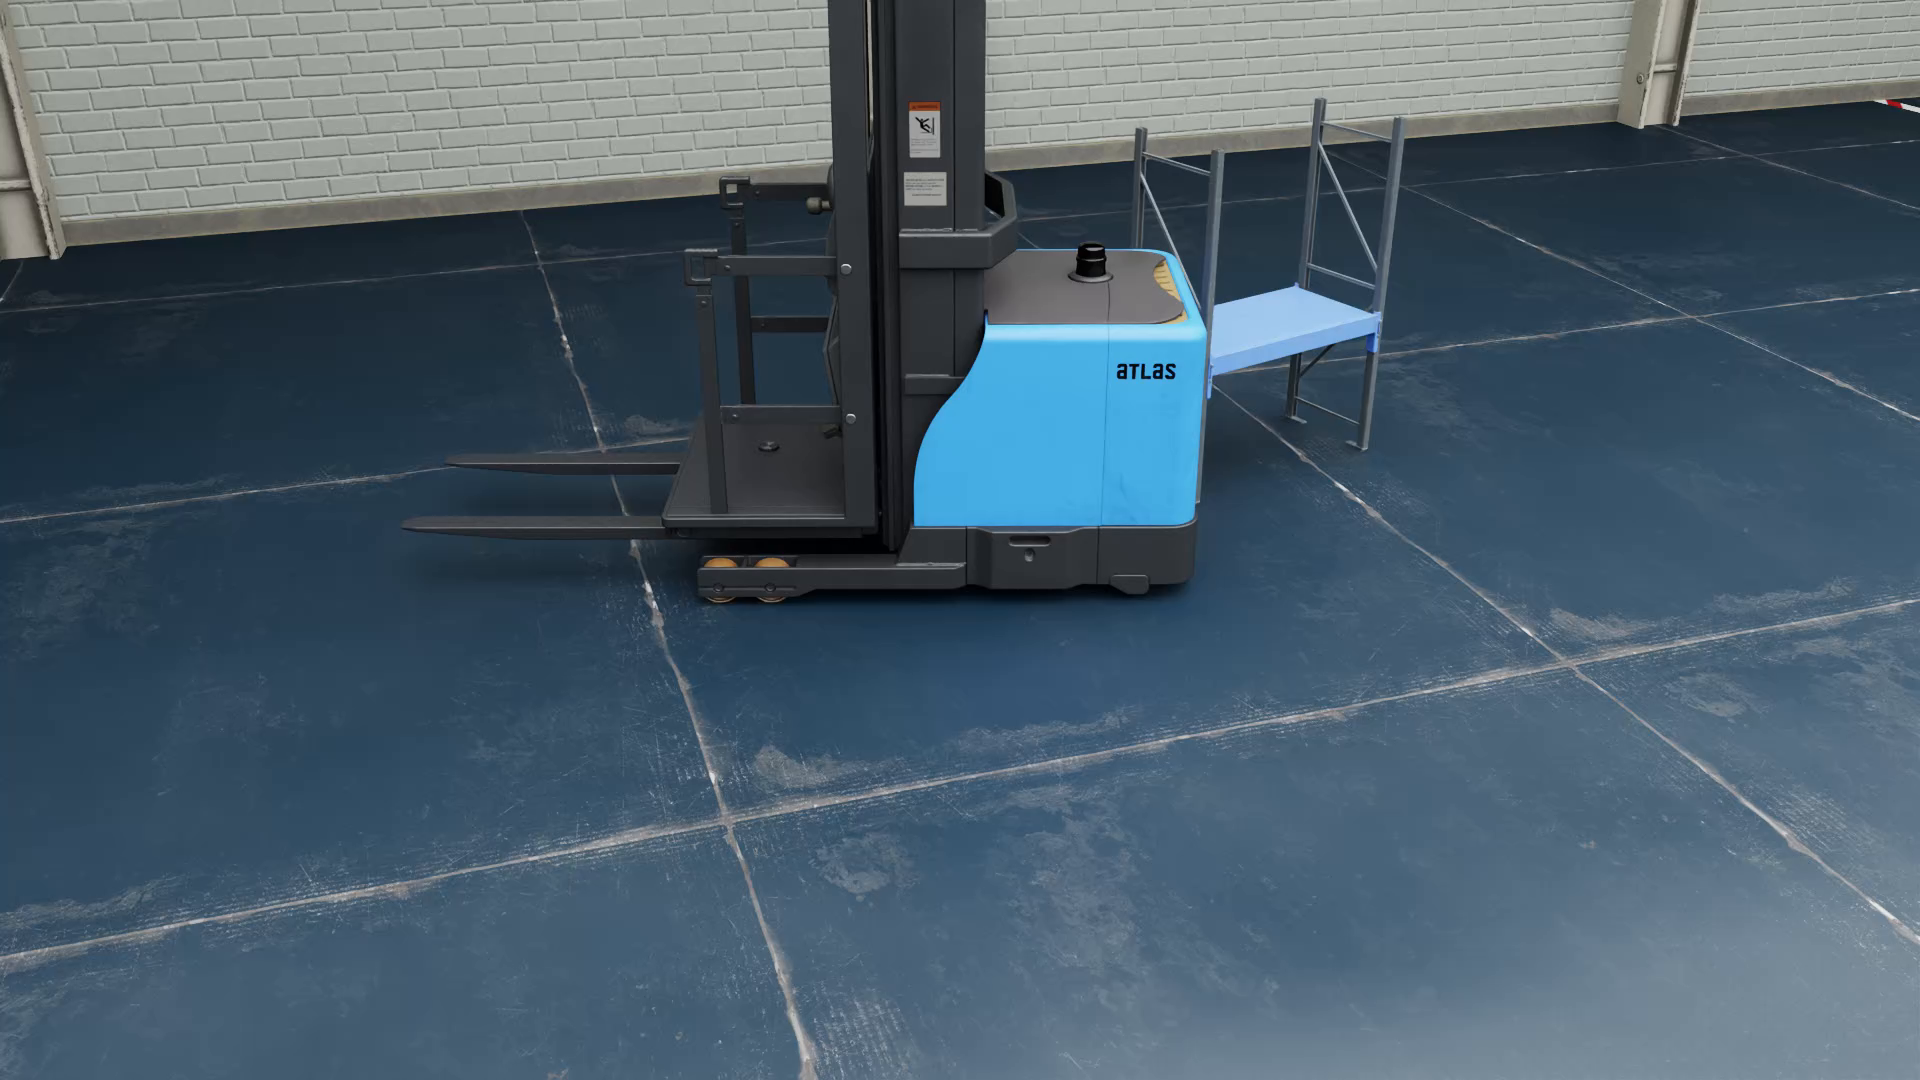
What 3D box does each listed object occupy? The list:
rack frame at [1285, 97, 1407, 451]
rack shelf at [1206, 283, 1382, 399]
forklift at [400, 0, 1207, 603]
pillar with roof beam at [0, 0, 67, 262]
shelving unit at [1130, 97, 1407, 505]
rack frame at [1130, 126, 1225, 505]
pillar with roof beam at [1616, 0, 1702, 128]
[{"bbox_3d":[1.705,-1.171,7.423,0.032,1.500,0.500,-17,31,-30],"label":"rack frame"},{"bbox_3d":[1.285,-0.883,7.246,1.000,0.185,0.538,-17,31,-30],"label":"rack shelf"},{"bbox_3d":[-0.625,-1.312,6.096,3.031,2.935,1.130,0,26,0],"label":"forklift"},{"bbox_3d":[-4.447,-3.981,4.649,0.400,9.000,9.100,-8,28,-16],"label":"pillar with roof beam"},{"bbox_3d":[1.285,-1.044,7.166,1.048,1.500,0.538,-17,31,-30],"label":"shelving unit"},{"bbox_3d":[0.866,-0.916,6.909,0.032,1.500,0.500,-17,31,-30],"label":"rack frame"},{"bbox_3d":[6.963,-5.633,7.978,0.400,9.000,9.100,-8,28,-16],"label":"pillar with roof beam"}]
